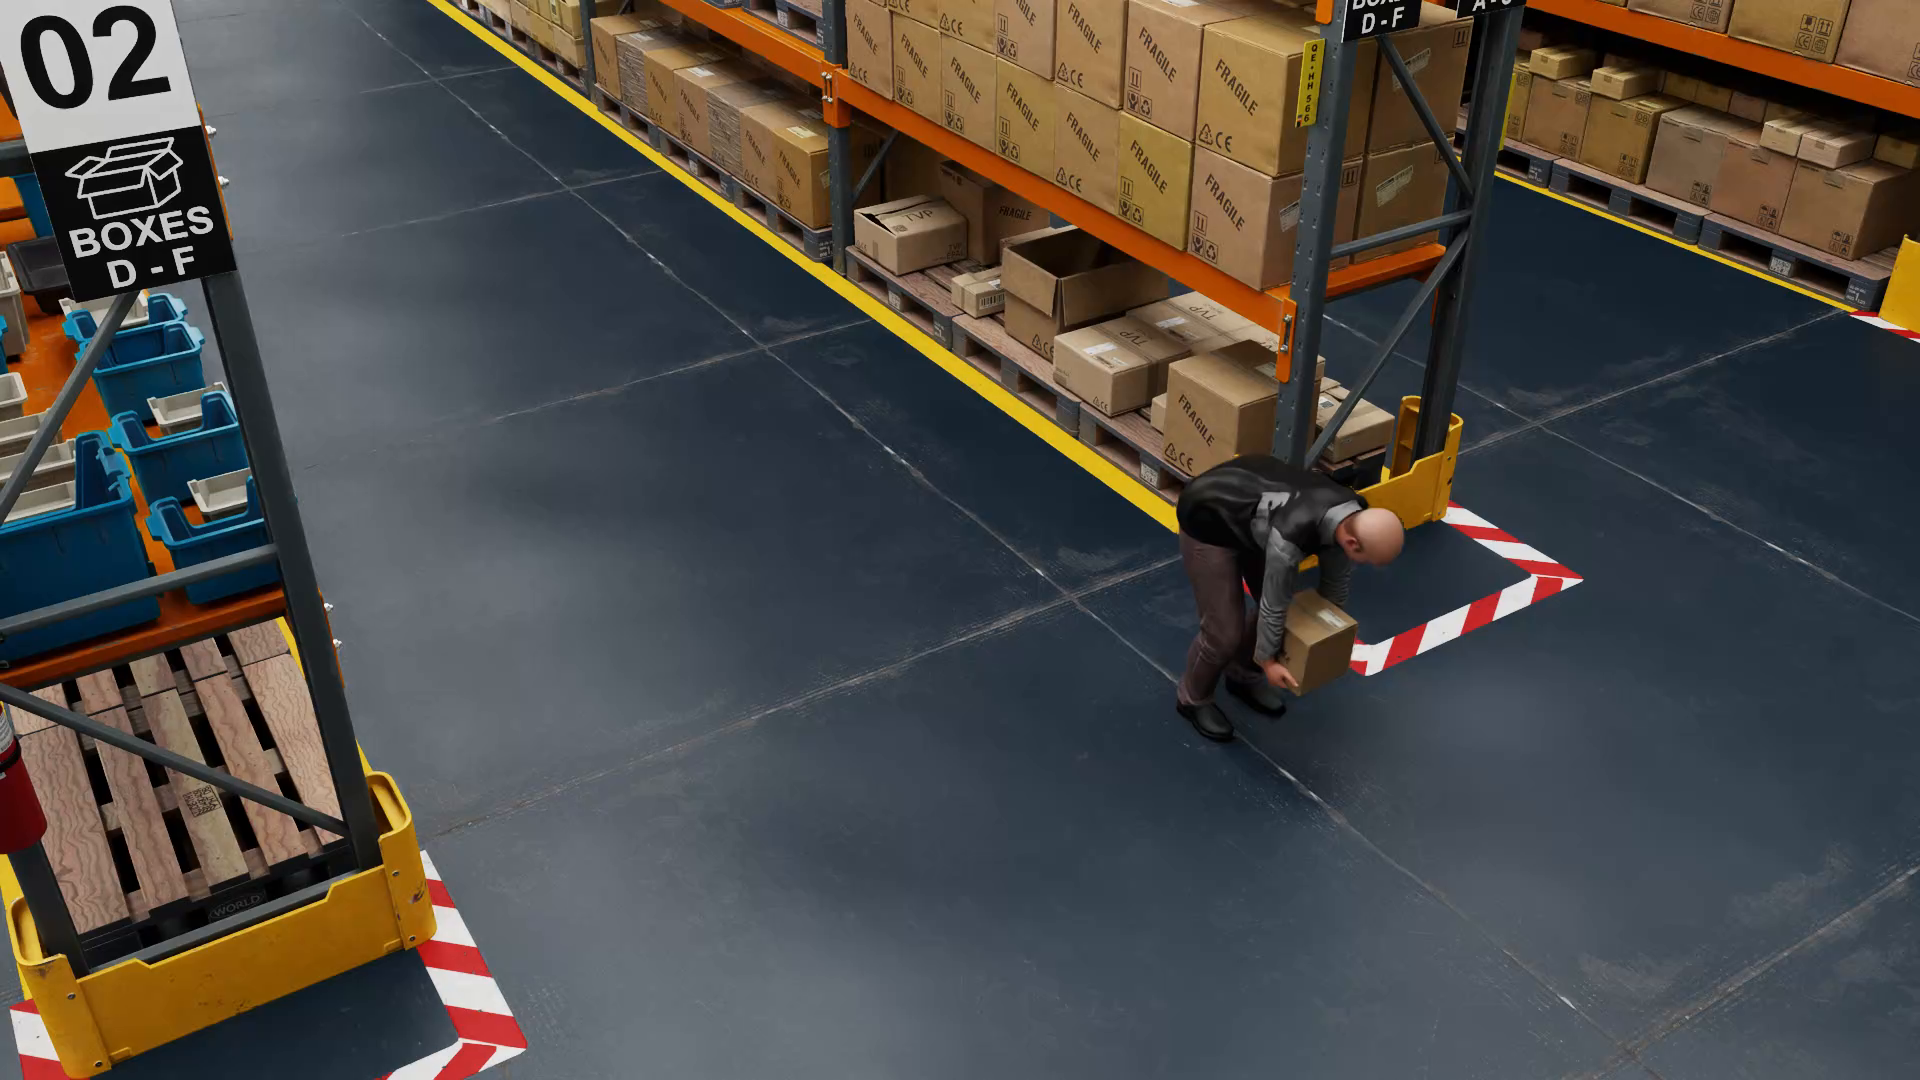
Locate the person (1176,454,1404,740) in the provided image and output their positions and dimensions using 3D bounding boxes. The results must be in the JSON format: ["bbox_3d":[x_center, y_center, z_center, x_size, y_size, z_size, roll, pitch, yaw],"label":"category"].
[{"bbox_3d":[1.207,0.260,6.222,0.457,1.220,0.934,-22,38,-30],"label":"person"}]
